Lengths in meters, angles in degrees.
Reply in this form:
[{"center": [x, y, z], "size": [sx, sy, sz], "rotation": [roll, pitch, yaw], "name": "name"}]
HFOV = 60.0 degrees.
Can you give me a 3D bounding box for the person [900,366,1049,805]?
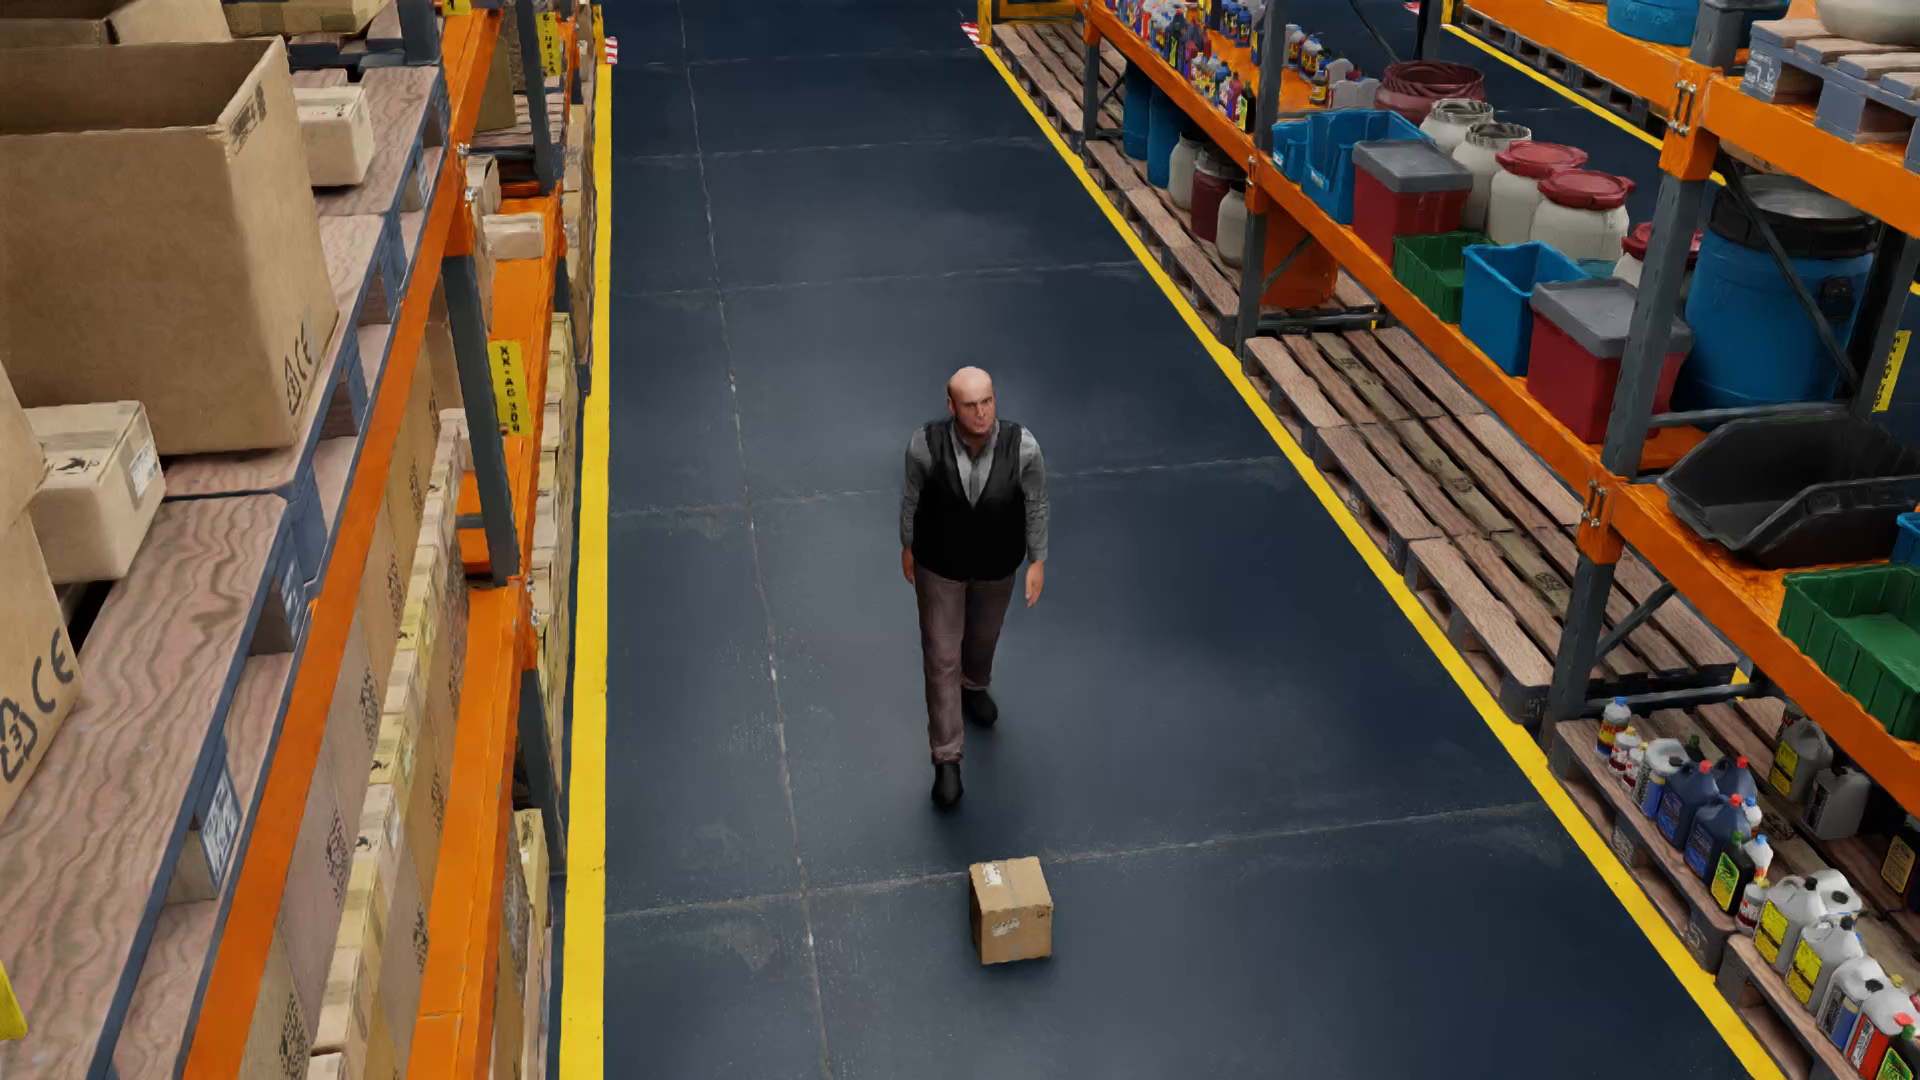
[{"center": [0.069, 0.155, 6.457], "size": [0.562, 1.605, 0.868], "rotation": [-4, 31, -7], "name": "person"}]
